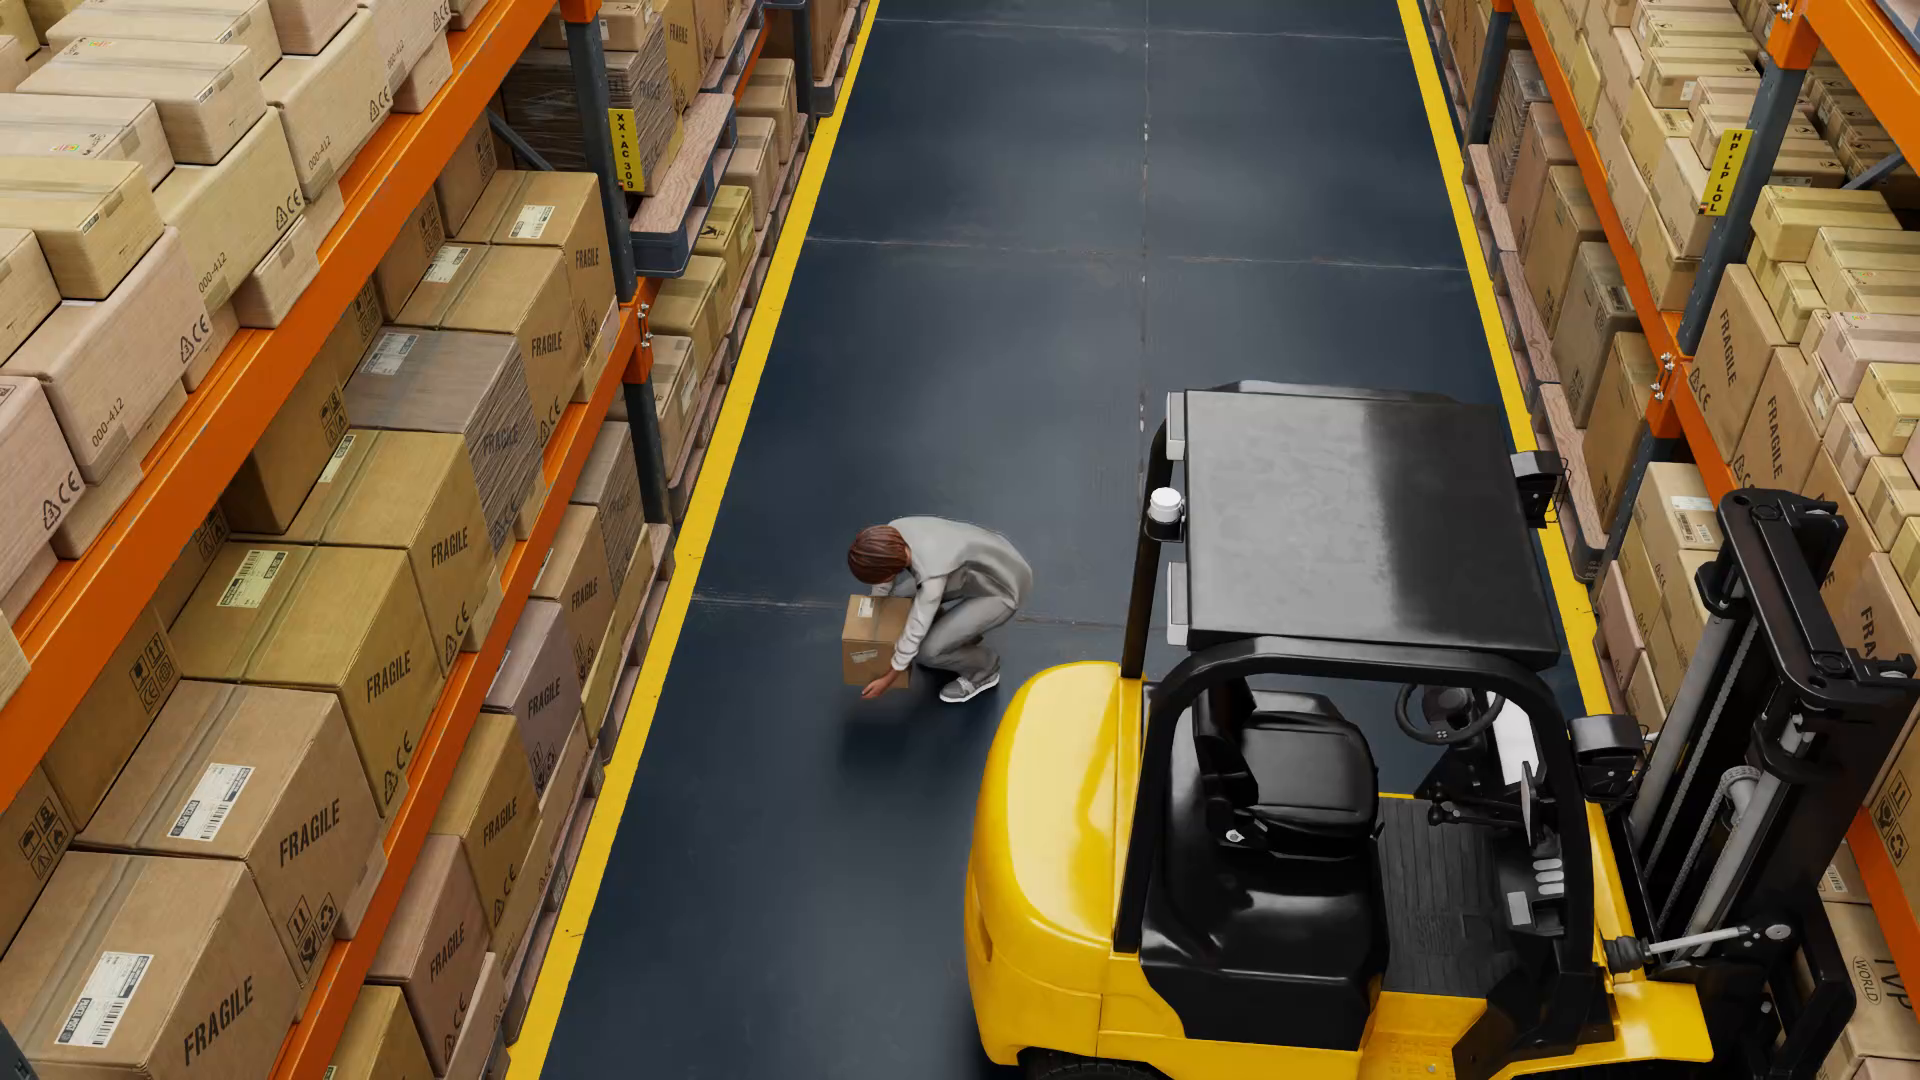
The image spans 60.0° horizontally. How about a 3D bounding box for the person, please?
[{"bbox_3d":[-0.079,0.233,6.422,0.771,0.912,0.451,-16,43,-18],"label":"person"}]
